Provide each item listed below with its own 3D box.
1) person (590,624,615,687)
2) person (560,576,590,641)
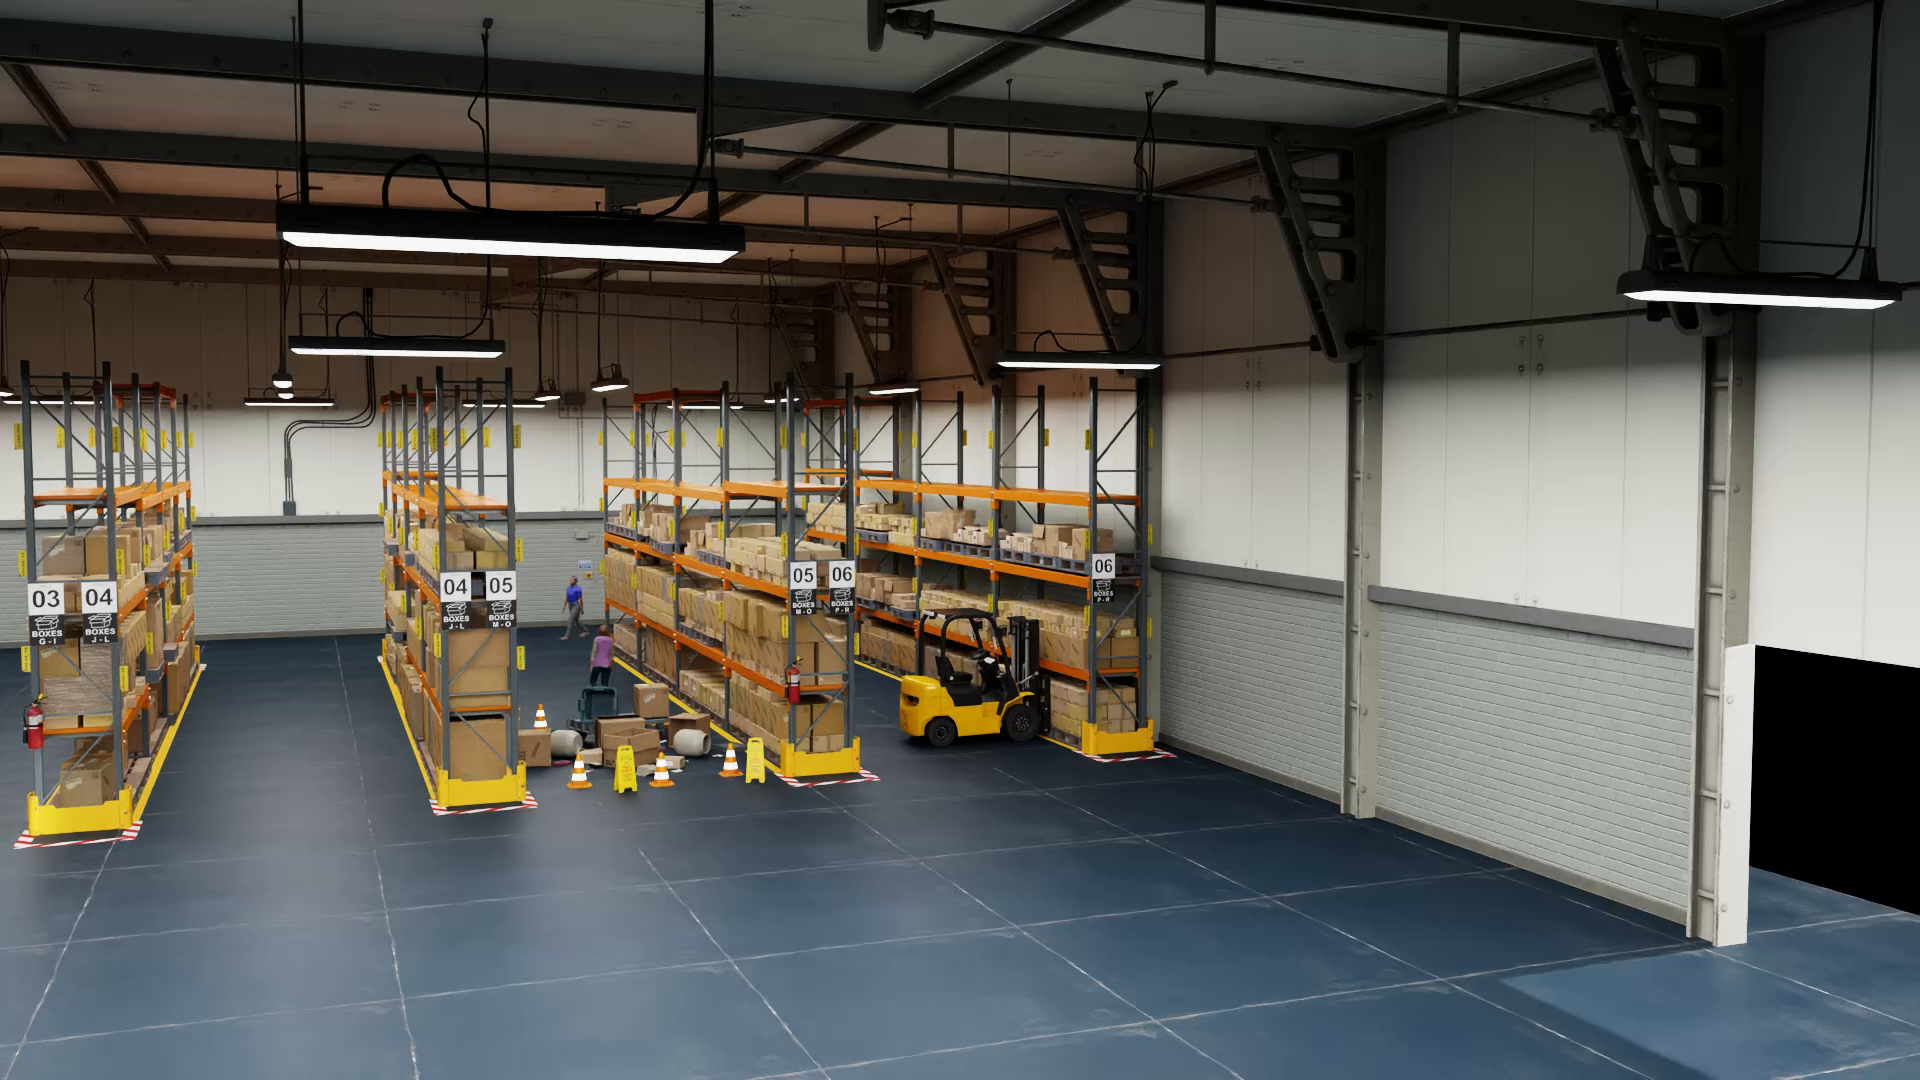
[{"bbox_3d":[-6.607,2.350,30.693,0.466,1.597,0.384,-1,4,-20],"label":"person"},{"bbox_3d":[-9.650,1.692,41.621,0.477,1.618,0.991,3,4,36],"label":"person"}]
